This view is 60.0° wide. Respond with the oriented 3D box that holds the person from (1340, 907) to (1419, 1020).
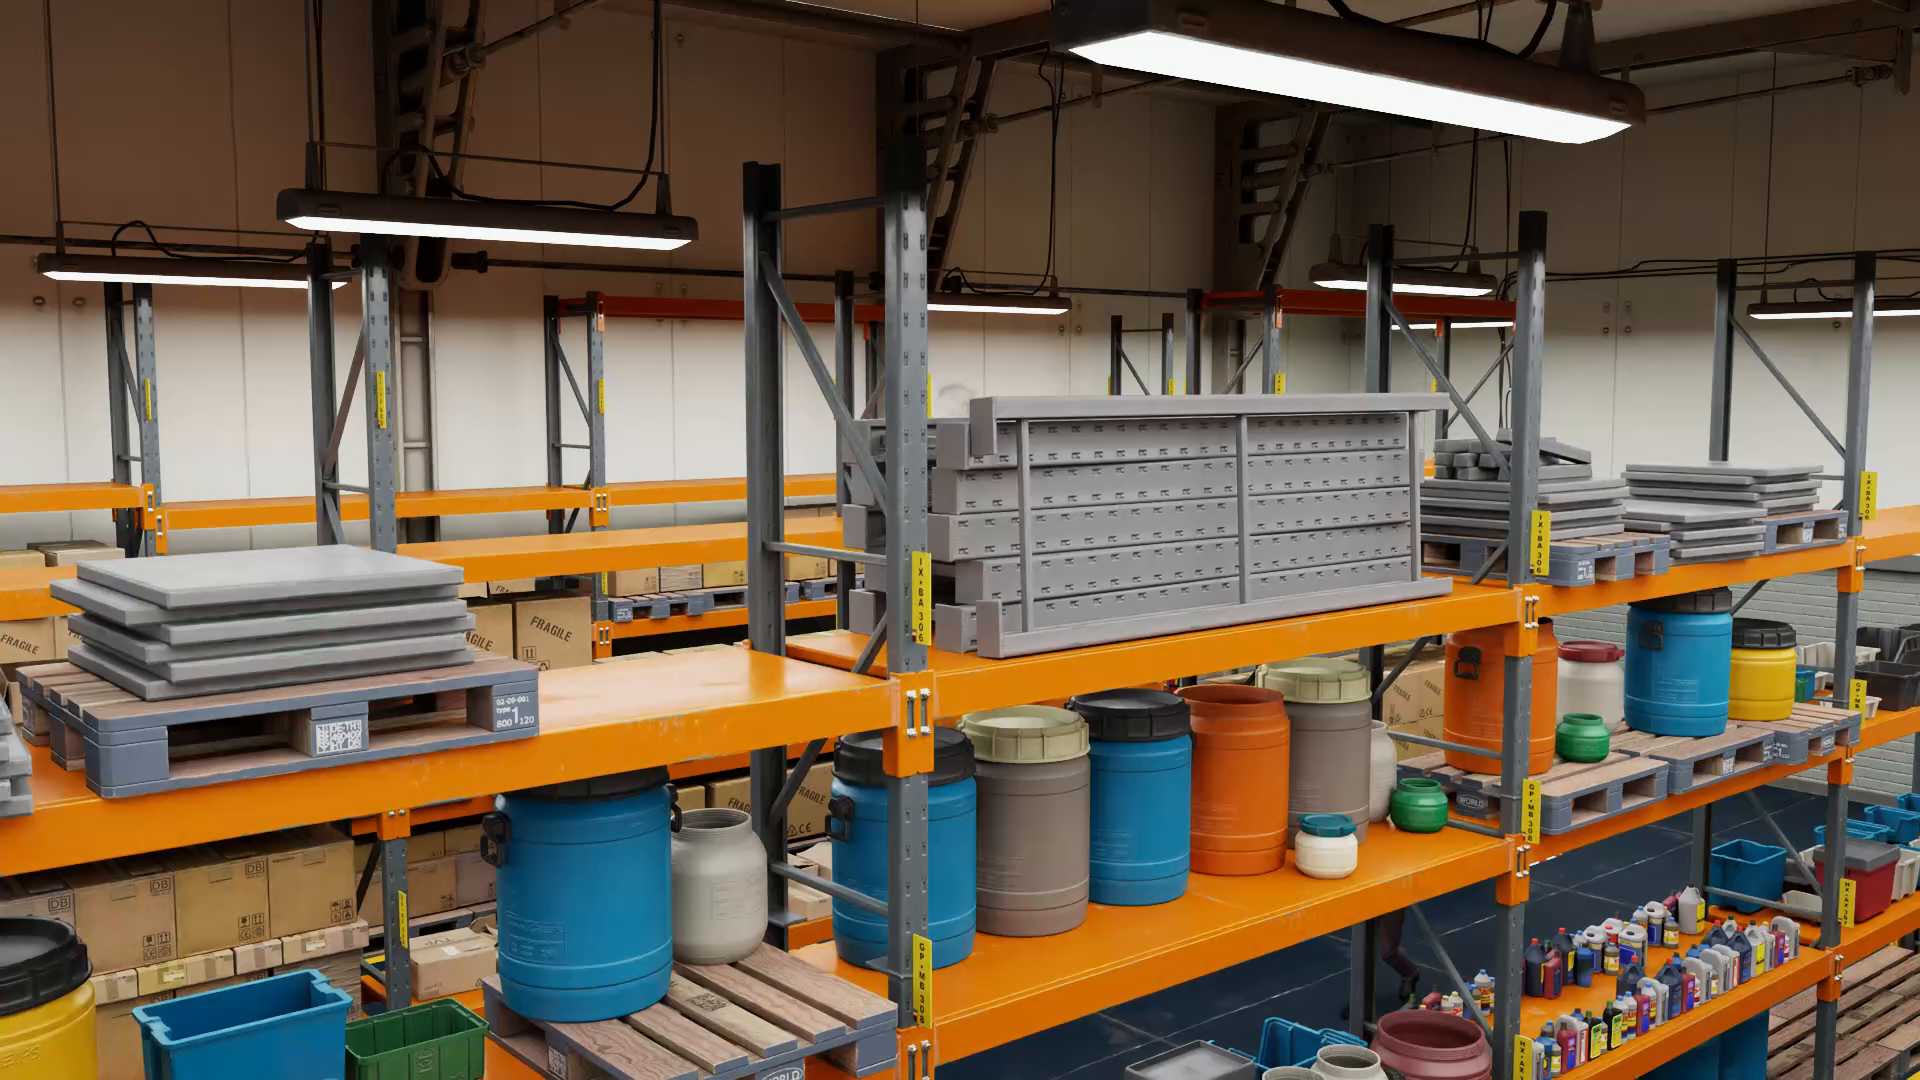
[{"bbox_3d":[3.445,2.996,13.629,0.860,1.737,0.674,-5,8,-44],"label":"person"}]
